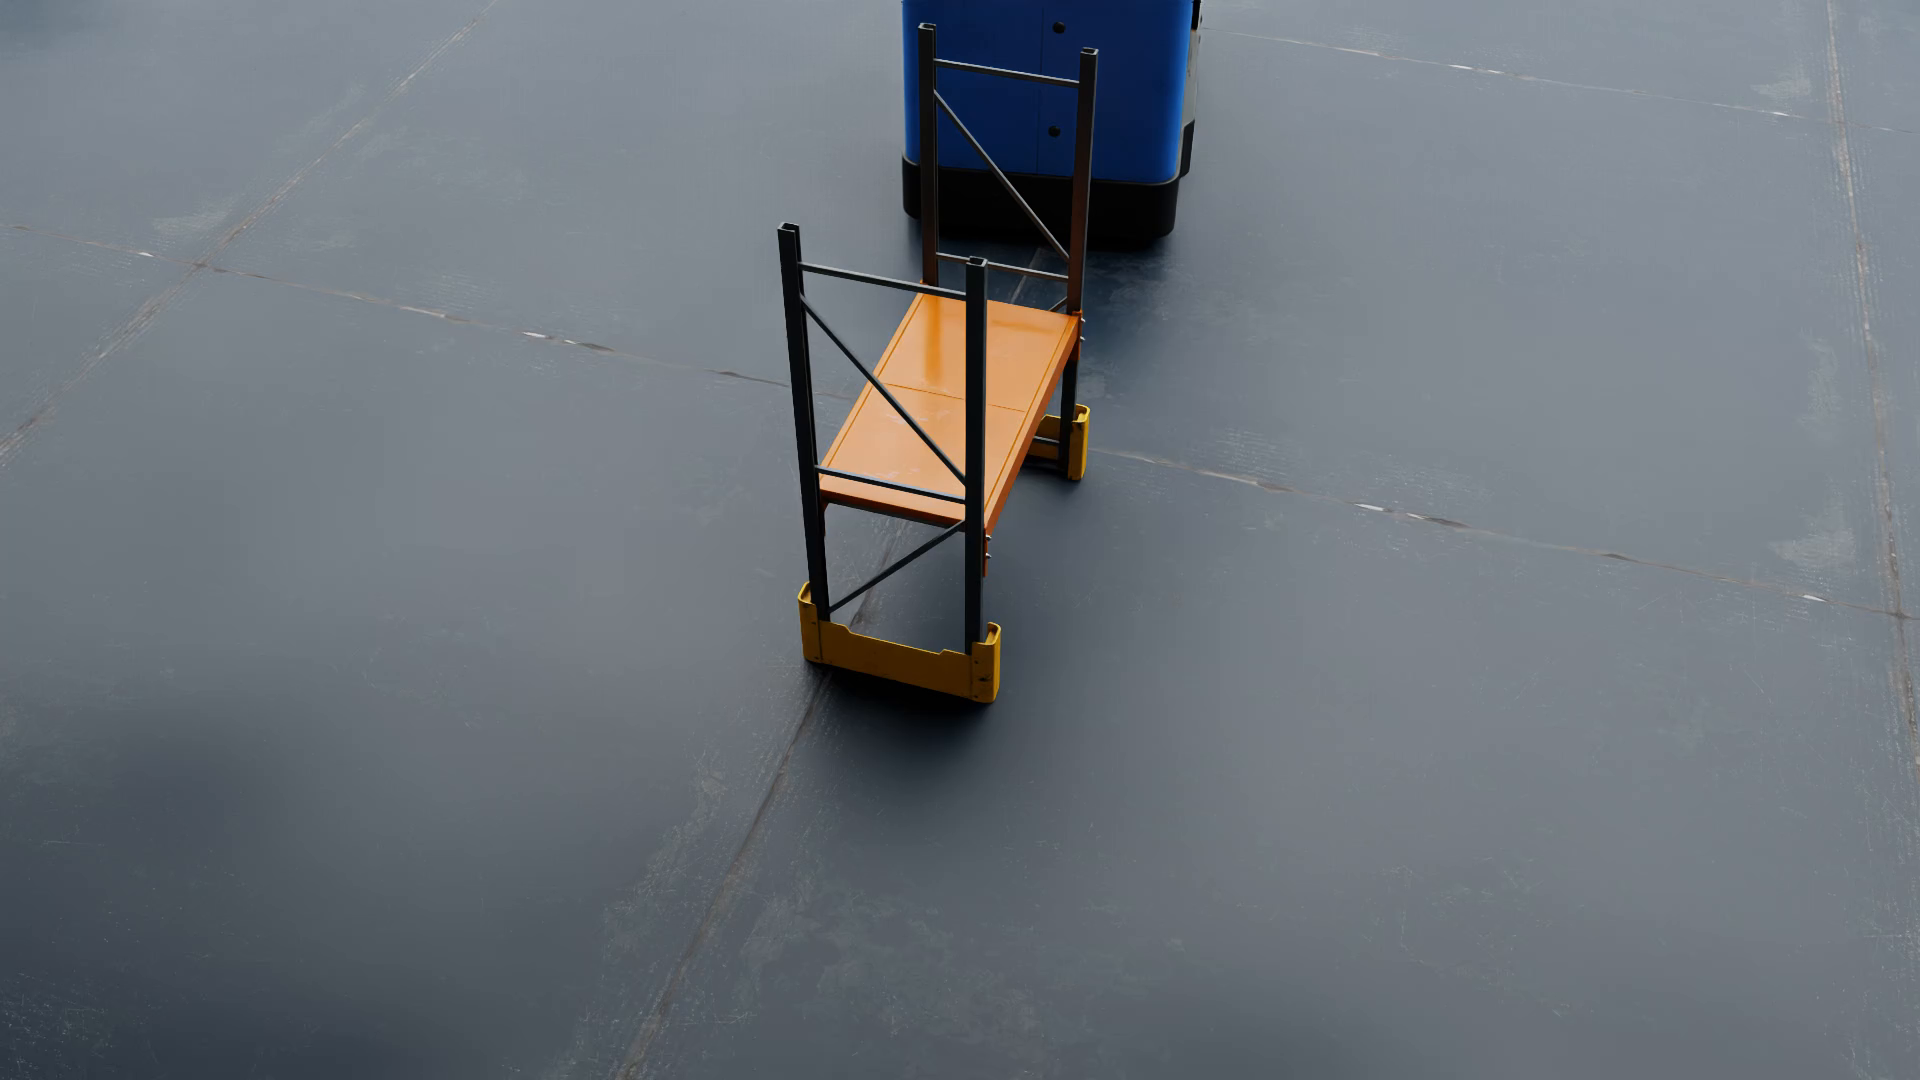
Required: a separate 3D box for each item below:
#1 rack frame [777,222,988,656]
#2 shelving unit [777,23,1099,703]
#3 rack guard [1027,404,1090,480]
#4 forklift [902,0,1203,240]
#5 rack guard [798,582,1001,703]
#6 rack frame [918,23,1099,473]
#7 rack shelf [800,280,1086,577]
[{"bbox_3d":[-0.180,-0.140,4.321,0.500,1.500,0.032,13,46,13],"label":"rack frame"},{"bbox_3d":[-0.023,-0.485,4.674,0.587,1.500,1.083,13,46,13],"label":"shelving unit"},{"bbox_3d":[0.128,-0.370,5.450,0.587,0.250,0.087,13,46,13],"label":"rack guard"},{"bbox_3d":[0.506,-3.226,6.451,1.130,2.935,3.031,6,45,6],"label":"forklift"},{"bbox_3d":[-0.174,0.293,4.771,0.587,0.250,0.087,13,46,13],"label":"rack guard"},{"bbox_3d":[0.128,-0.818,5.014,0.500,1.500,0.032,13,46,13],"label":"rack frame"},{"bbox_3d":[-0.026,-0.351,4.793,0.538,0.185,1.000,13,46,13],"label":"rack shelf"}]
